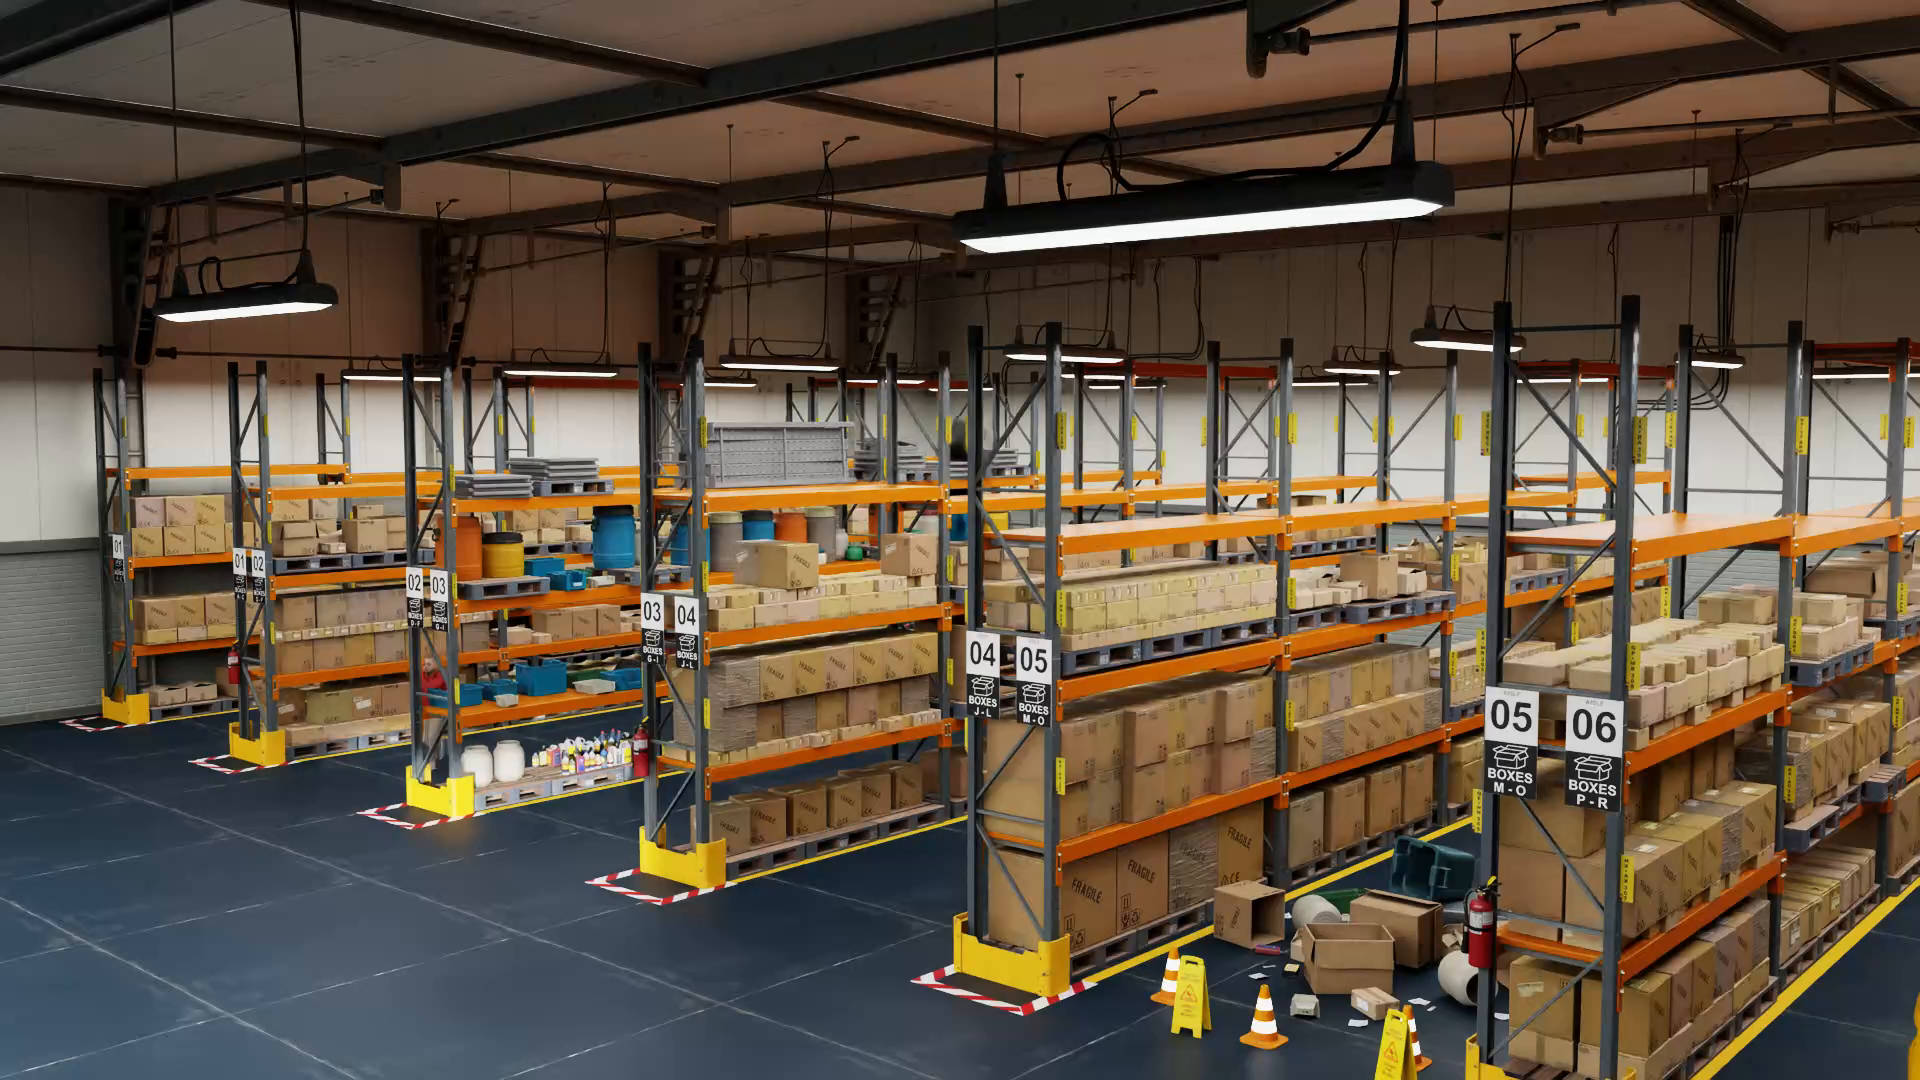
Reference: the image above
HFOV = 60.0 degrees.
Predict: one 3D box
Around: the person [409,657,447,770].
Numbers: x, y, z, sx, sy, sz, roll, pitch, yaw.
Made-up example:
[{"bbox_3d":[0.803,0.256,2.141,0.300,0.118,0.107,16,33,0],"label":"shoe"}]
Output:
[{"bbox_3d":[-7.792,2.534,24.574,0.660,1.670,0.572,0,4,6],"label":"person"}]
